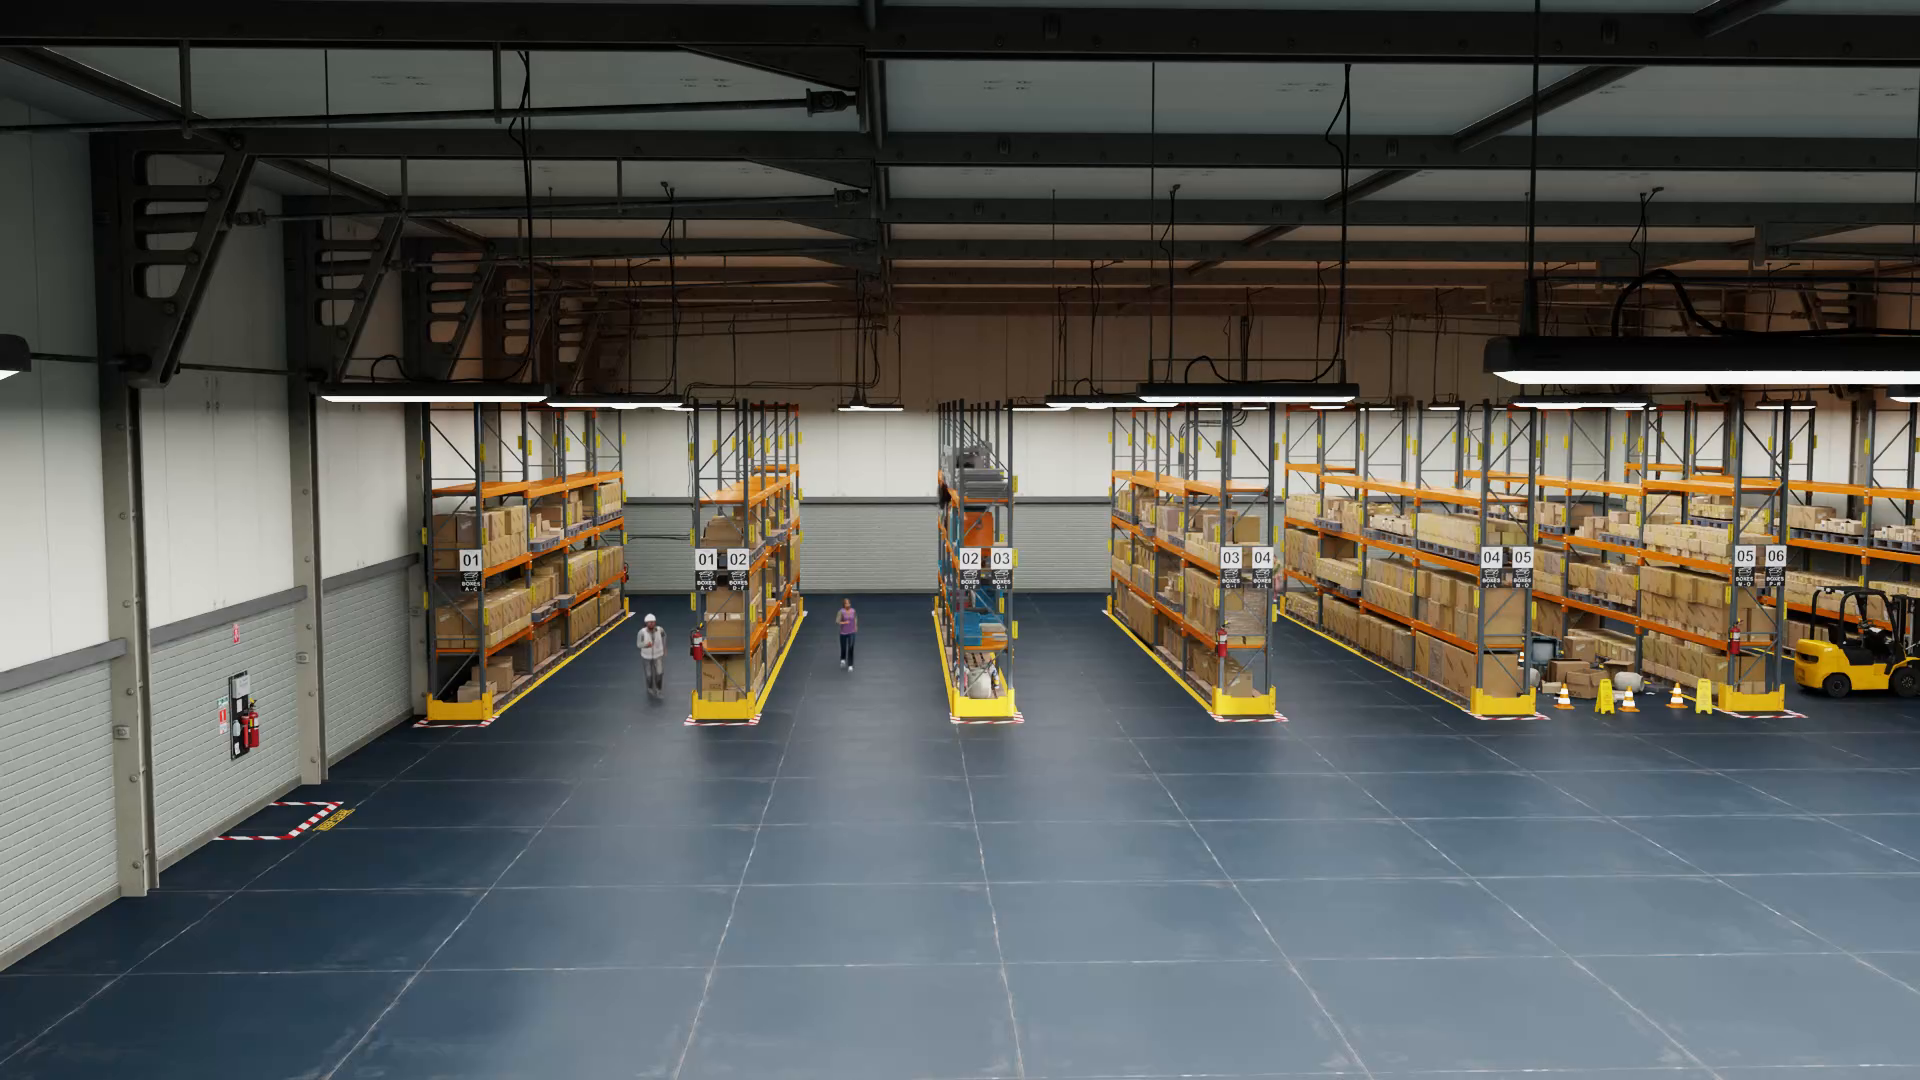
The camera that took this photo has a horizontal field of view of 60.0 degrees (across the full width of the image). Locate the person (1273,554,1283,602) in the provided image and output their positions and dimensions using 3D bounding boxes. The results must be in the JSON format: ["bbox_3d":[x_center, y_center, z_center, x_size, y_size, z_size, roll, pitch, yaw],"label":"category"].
[{"bbox_3d":[9.539,1.148,50.648,0.595,1.495,0.805,1,5,17],"label":"person"}]

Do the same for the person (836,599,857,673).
[{"bbox_3d":[-2.521,2.093,36.961,0.515,1.609,0.861,-1,4,-12],"label":"person"}]

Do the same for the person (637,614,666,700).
[{"bbox_3d":[-6.173,2.324,33.315,0.578,1.725,0.962,-1,4,-11],"label":"person"}]
